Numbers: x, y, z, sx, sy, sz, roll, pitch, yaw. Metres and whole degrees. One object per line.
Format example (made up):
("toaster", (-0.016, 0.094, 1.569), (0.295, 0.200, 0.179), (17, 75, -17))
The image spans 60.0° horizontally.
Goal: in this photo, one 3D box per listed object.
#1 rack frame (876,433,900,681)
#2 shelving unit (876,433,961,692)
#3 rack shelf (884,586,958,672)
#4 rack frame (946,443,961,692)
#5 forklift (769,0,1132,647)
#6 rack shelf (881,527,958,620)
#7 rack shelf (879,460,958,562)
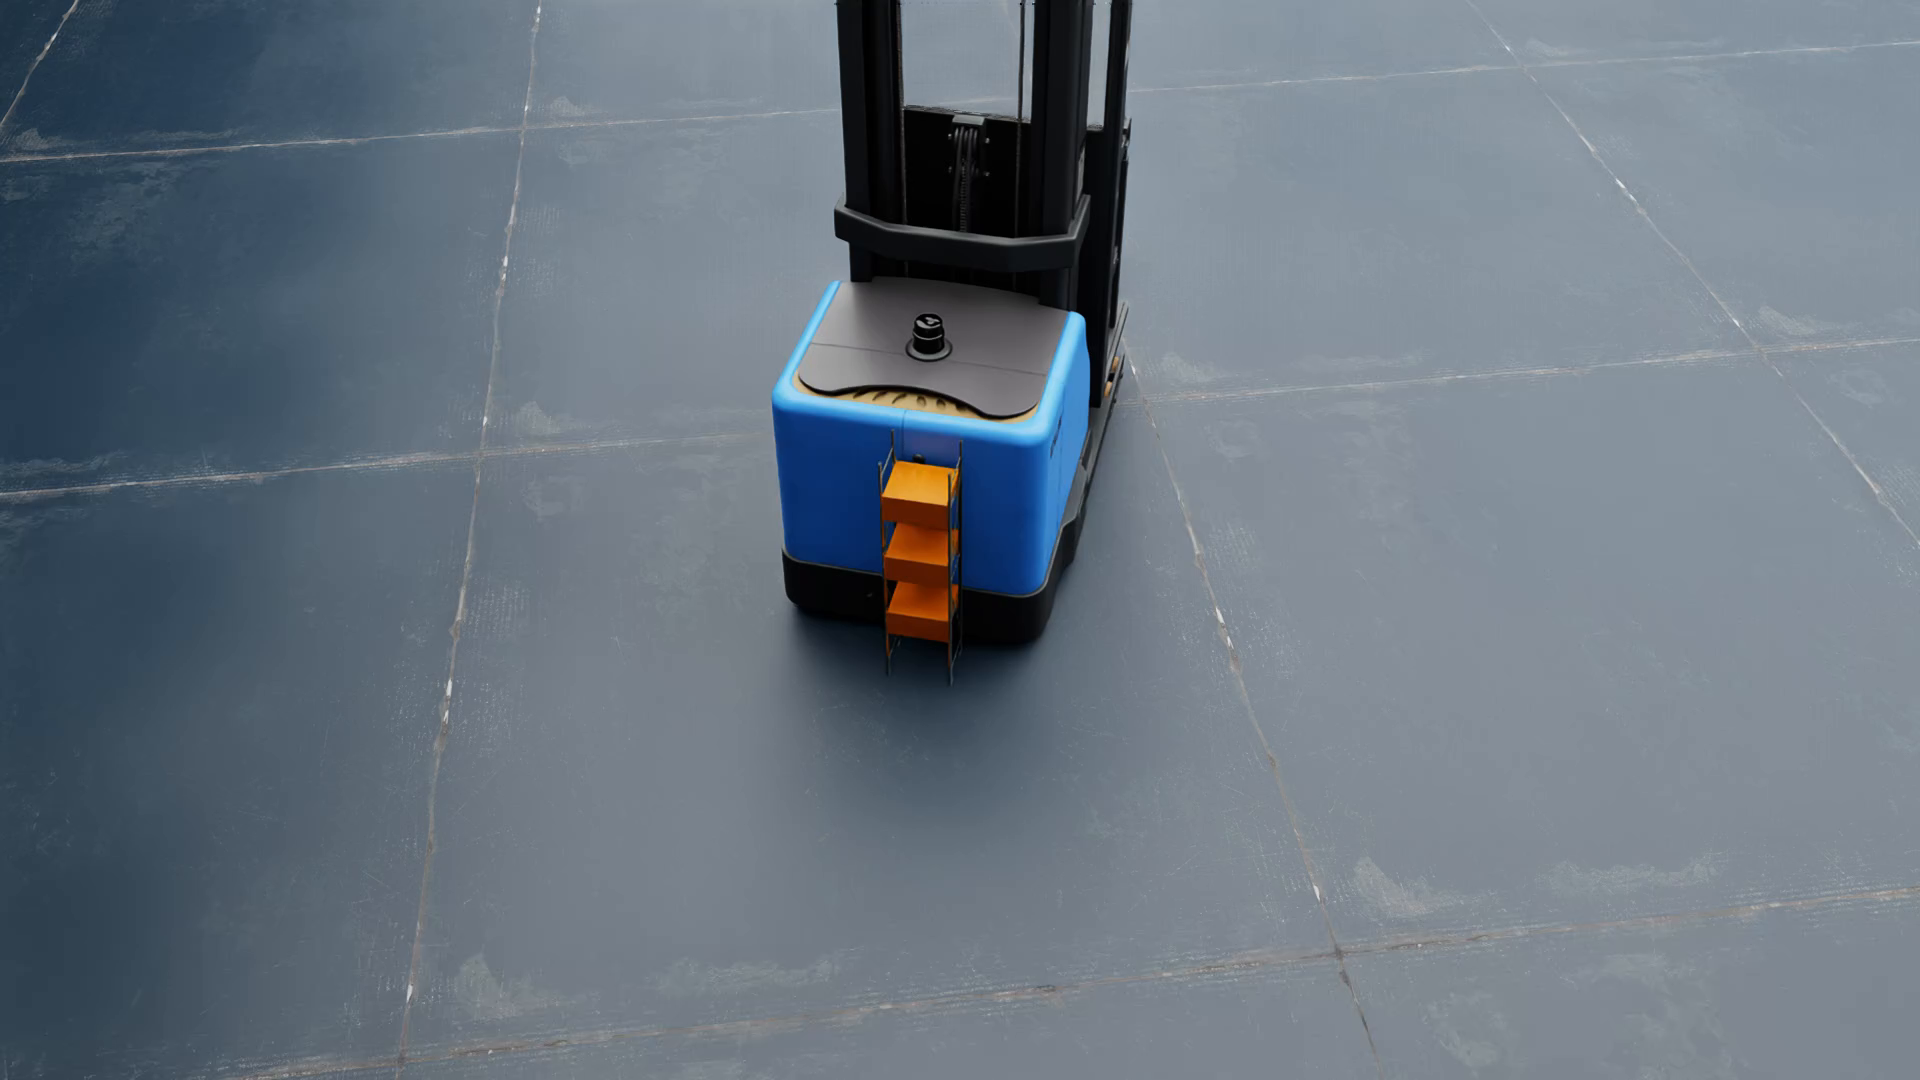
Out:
("rack frame", (-0.261, 0.084, 6.070), (0.008, 1.050, 0.200), (8, 43, 9))
("shelving unit", (-0.141, 0.102, 6.050), (0.252, 1.050, 0.215), (8, 43, 9))
("rack shelf", (-0.141, 0.316, 6.244), (0.240, 0.259, 0.215), (8, 43, 9))
("rack frame", (-0.022, 0.119, 6.031), (0.008, 1.050, 0.200), (8, 43, 9))
("forklift", (0.135, -1.678, 6.619), (1.130, 2.935, 3.031), (9, 43, 10))
("rack shelf", (-0.141, 0.110, 6.057), (0.240, 0.259, 0.215), (8, 43, 9))
("rack shelf", (-0.141, -0.101, 5.867), (0.240, 0.259, 0.215), (8, 43, 9))
